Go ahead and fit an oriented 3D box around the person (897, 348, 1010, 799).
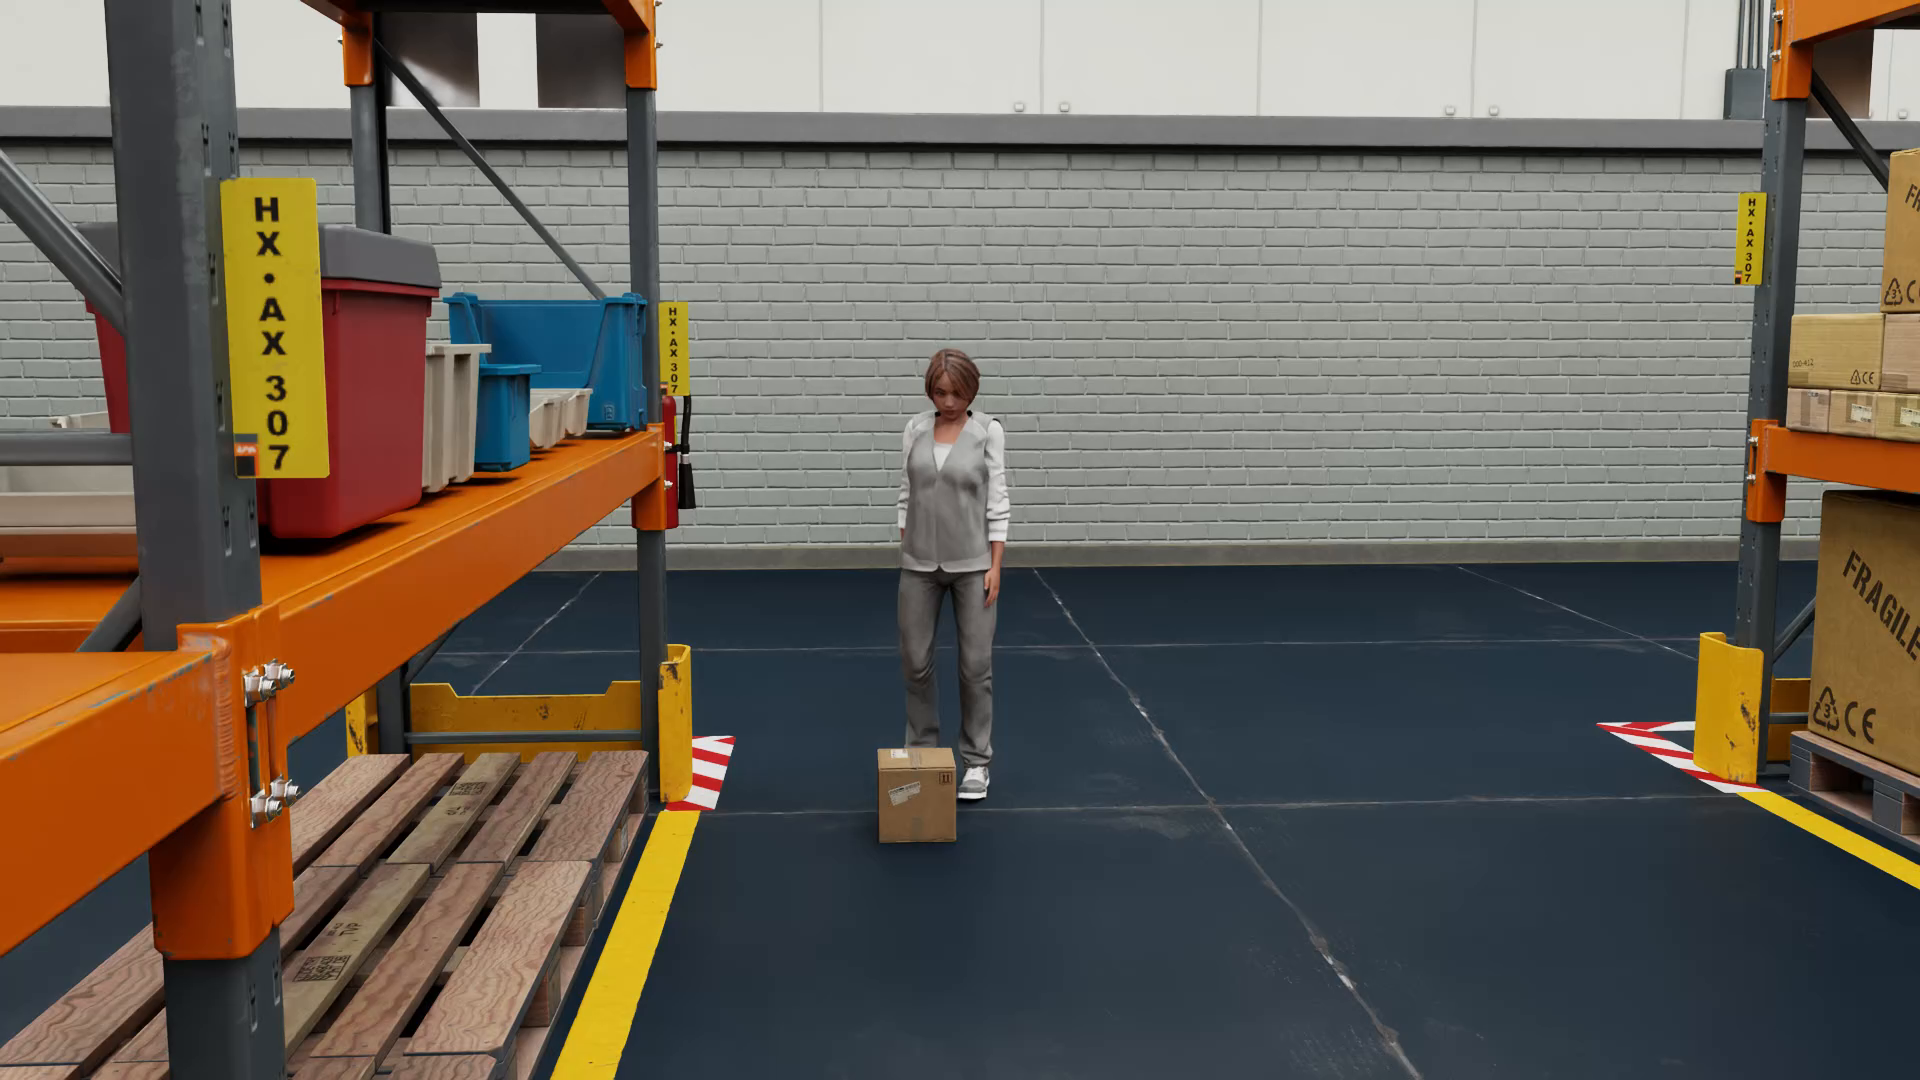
[{"bbox_3d":[-0.021,0.121,5.892,0.409,1.595,0.307,2,7,12],"label":"person"}]
